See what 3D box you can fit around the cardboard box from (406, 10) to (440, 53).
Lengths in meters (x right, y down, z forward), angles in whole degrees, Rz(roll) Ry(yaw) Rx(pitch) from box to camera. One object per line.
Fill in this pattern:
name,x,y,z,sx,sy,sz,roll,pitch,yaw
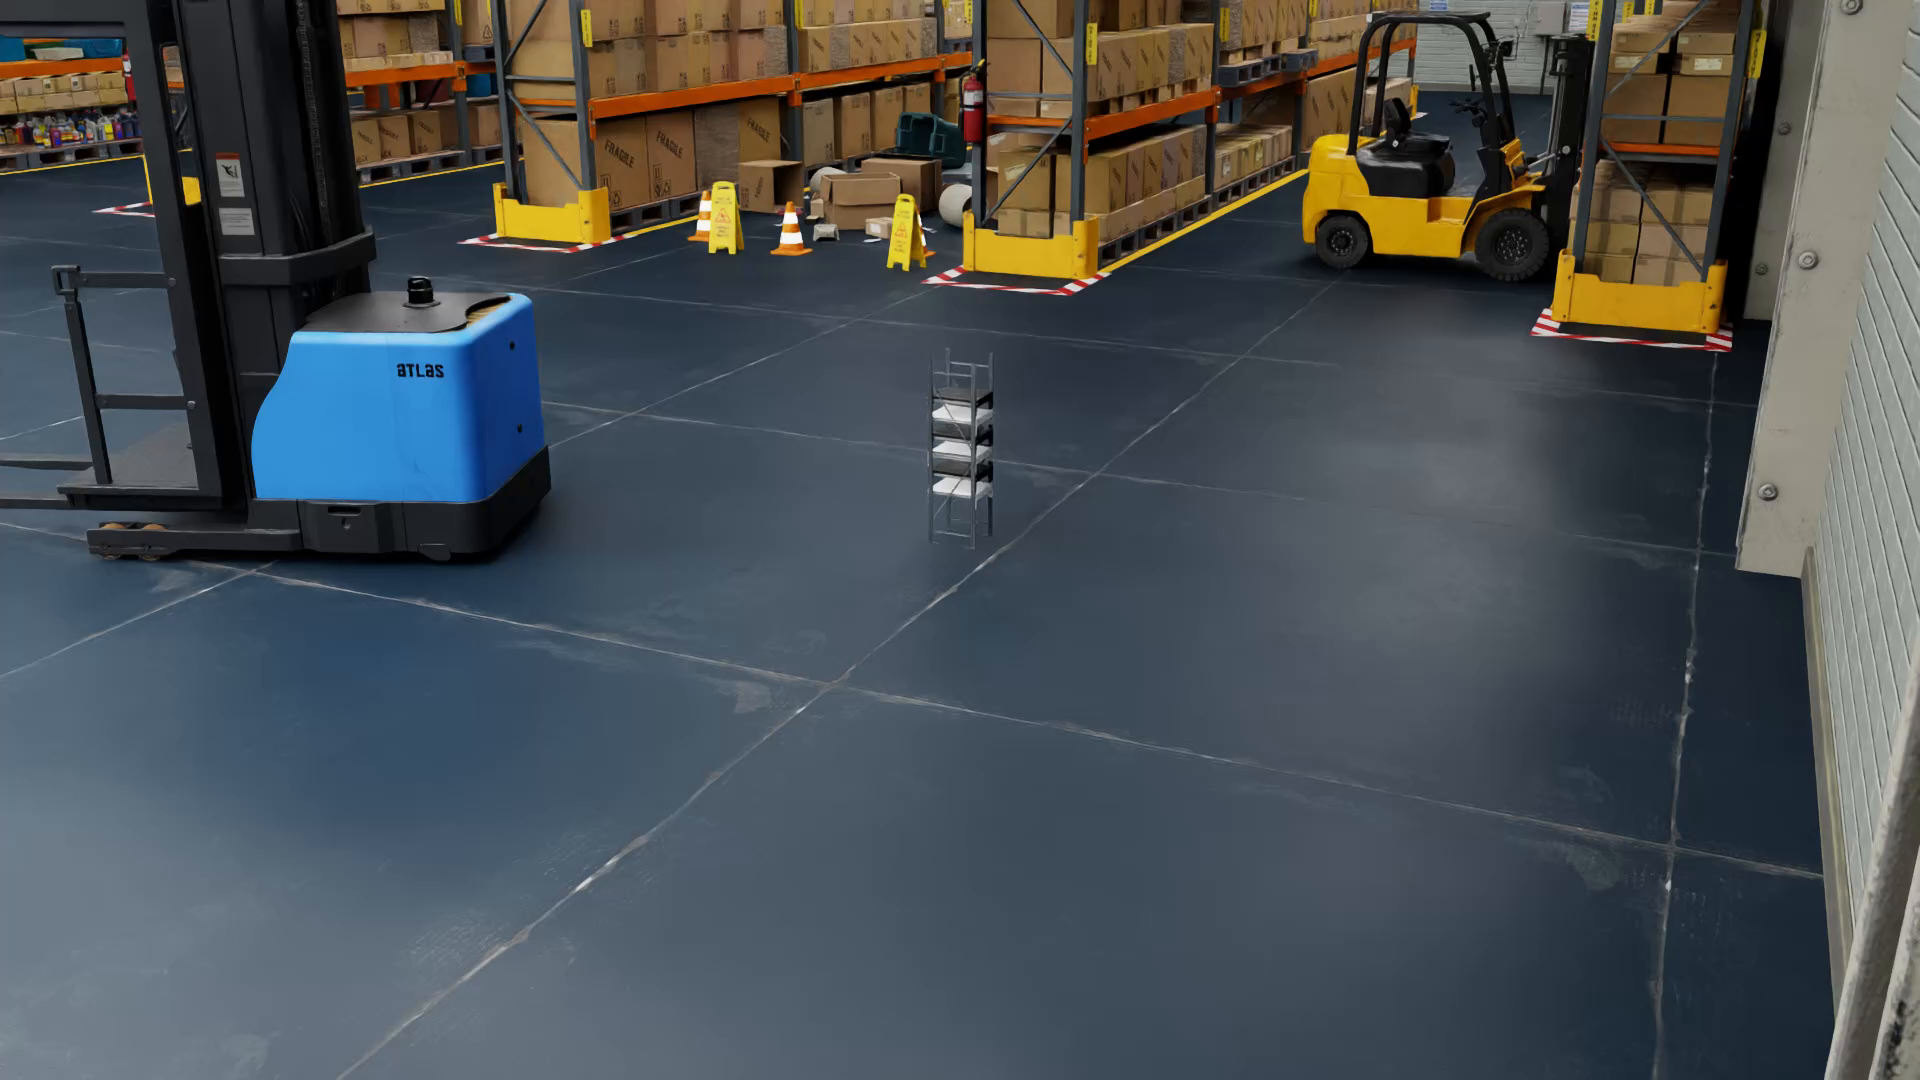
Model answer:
cardboard box,-7.062,-6.385,20.853,0.875,0.500,0.500,9,21,23

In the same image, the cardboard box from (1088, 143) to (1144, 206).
cardboard box,1.383,-3.377,15.344,0.500,0.500,0.500,8,21,21

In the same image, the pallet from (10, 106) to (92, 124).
pallet,-15.093,-6.978,27.276,1.003,0.211,1.213,9,21,23

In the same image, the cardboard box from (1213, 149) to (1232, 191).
cardboard box,2.432,-4.088,18.281,0.950,0.372,0.625,9,21,23

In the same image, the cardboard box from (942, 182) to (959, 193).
cardboard box,-0.072,-3.725,18.045,0.258,0.266,0.396,-5,20,-15

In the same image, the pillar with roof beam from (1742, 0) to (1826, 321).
pillar with roof beam,2.291,-6.571,13.016,9.100,9.000,0.400,9,21,23

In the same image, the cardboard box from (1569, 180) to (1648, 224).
cardboard box,5.015,-2.622,12.848,0.500,0.250,0.500,9,22,25

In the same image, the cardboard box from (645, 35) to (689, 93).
cardboard box,-3.316,-4.908,17.070,0.875,0.550,0.550,9,21,23

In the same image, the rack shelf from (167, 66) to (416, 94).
rack shelf,-7.641,-5.469,19.652,0.919,0.124,3.809,9,21,23

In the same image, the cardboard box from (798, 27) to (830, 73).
cardboard box,-1.877,-5.787,19.614,0.500,0.500,0.500,9,21,23

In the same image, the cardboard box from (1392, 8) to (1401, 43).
cardboard box,6.557,-8.029,25.920,0.500,0.500,0.500,9,22,24

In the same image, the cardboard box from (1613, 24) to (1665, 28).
cardboard box,5.396,-4.020,13.235,0.380,0.149,0.250,9,22,24

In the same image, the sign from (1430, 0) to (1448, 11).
sign,9.402,-10.515,32.656,0.327,0.218,0.001,9,21,23

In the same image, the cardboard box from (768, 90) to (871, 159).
cardboard box,-1.767,-5.250,20.985,1.050,0.750,0.750,9,21,23

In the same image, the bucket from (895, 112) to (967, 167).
bucket,-0.290,-4.431,18.570,0.726,0.611,0.620,18,16,41

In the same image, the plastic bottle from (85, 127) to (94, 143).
plastic bottle,-11.645,-5.413,22.231,0.097,0.201,0.097,0,20,0

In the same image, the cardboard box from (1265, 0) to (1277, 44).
cardboard box,3.293,-5.917,18.911,0.500,0.500,0.500,8,21,20

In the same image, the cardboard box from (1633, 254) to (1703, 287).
cardboard box,5.491,-2.090,12.846,0.500,0.250,0.500,9,21,23

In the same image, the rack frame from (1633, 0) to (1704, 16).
rack frame,6.749,-4.287,15.548,1.000,3.000,0.127,9,21,23

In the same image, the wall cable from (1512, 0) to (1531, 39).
wall cable,10.720,-10.650,31.923,0.588,1.984,0.122,9,21,23

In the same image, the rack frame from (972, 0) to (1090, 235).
rack frame,0.581,-3.744,14.021,1.000,3.000,0.127,9,21,23

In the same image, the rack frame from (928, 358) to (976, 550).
rack frame,-0.038,-0.395,7.738,0.240,0.900,0.006,9,21,23

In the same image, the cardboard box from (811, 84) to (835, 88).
cardboard box,-2.834,-8.435,29.755,0.875,0.875,0.875,9,21,23

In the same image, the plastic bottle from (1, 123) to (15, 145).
plastic bottle,-12.595,-5.371,21.992,0.061,0.283,0.133,9,22,24

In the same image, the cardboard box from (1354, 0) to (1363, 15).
cardboard box,5.336,-7.601,23.223,0.500,0.500,0.500,9,21,24

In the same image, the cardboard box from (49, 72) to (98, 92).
cardboard box,-14.626,-7.569,27.416,0.500,0.311,0.500,8,21,22

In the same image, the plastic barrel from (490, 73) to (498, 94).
plastic barrel,-8.303,-8.497,29.891,0.600,0.901,0.708,9,21,23

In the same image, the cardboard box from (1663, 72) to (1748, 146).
cardboard box,5.568,-3.225,12.411,0.500,0.500,0.500,9,22,24

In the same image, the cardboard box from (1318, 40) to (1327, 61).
cardboard box,4.481,-6.394,21.695,0.500,0.250,0.500,8,21,21

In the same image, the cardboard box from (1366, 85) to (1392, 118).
cardboard box,6.216,-6.854,25.963,0.875,0.438,0.875,8,21,21

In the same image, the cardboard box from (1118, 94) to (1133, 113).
cardboard box,1.328,-3.922,14.895,0.380,0.149,0.250,9,21,24

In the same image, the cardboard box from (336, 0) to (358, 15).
cardboard box,-7.372,-6.352,19.268,0.500,0.500,0.500,9,21,23

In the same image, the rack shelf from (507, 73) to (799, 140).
rack shelf,-3.157,-4.665,17.684,1.077,0.370,4.000,9,21,23

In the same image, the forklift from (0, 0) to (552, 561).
forklift,-3.623,-1.460,7.700,3.031,2.935,1.130,1,20,4

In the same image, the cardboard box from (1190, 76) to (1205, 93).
cardboard box,2.270,-4.632,16.891,0.380,0.149,0.250,9,22,24

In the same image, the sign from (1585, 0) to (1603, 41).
sign,4.622,-3.800,12.097,0.100,0.325,0.005,9,21,23

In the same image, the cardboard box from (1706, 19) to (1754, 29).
cardboard box,6.612,-4.402,14.310,0.380,0.149,0.250,8,21,22

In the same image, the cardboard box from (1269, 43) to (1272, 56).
cardboard box,3.376,-5.653,19.134,0.380,0.149,0.250,8,21,21

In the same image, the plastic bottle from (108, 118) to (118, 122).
plastic bottle,-11.565,-5.648,22.782,0.152,0.276,0.135,9,21,23

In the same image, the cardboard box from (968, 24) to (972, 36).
cardboard box,-0.003,-7.274,23.694,0.380,0.149,0.250,10,22,25

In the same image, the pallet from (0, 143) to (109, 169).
pallet,-12.151,-5.119,22.048,1.003,0.211,1.213,9,21,23

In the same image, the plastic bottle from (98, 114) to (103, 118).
plastic bottle,-11.978,-5.791,23.183,0.152,0.276,0.135,9,22,25

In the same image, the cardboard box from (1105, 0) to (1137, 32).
cardboard box,1.251,-5.046,15.596,0.700,0.500,0.500,8,21,22

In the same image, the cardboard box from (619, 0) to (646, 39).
cardboard box,-3.648,-5.261,16.450,0.875,0.550,0.550,9,21,23

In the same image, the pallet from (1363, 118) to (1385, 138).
pallet,5.878,-6.321,25.427,1.003,0.211,1.213,9,21,23

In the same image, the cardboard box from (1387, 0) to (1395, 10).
cardboard box,6.344,-8.352,25.335,0.500,0.500,0.500,9,21,24

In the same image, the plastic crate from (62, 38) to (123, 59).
plastic crate,-11.546,-6.561,22.163,0.499,0.251,0.616,9,21,23

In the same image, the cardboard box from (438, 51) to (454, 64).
cardboard box,-6.641,-6.103,21.027,0.380,0.149,0.250,9,21,23

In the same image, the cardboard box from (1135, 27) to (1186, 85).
cardboard box,1.852,-4.667,16.022,0.500,0.500,0.500,9,22,24

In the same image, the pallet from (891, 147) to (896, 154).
pallet,-1.092,-5.294,22.539,1.003,0.211,1.213,9,21,23

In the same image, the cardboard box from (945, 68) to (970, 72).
cardboard box,-0.034,-6.926,24.953,0.500,0.250,0.500,9,22,25

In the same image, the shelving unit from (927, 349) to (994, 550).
shelving unit,0.003,-0.426,7.825,0.258,0.900,0.210,9,21,23

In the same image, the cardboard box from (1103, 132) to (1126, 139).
cardboard box,1.309,-3.756,16.411,0.500,0.500,0.500,10,22,26

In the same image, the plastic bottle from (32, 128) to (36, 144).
plastic bottle,-12.320,-5.399,22.192,0.097,0.201,0.097,0,20,0

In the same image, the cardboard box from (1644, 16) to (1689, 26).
cardboard box,6.340,-4.629,14.946,0.380,0.149,0.250,9,21,24

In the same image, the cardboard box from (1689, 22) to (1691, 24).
cardboard box,7.451,-5.317,17.326,0.380,0.149,0.250,9,21,23

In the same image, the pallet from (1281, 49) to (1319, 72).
pallet,3.663,-5.867,20.276,1.213,0.211,1.003,9,21,23
